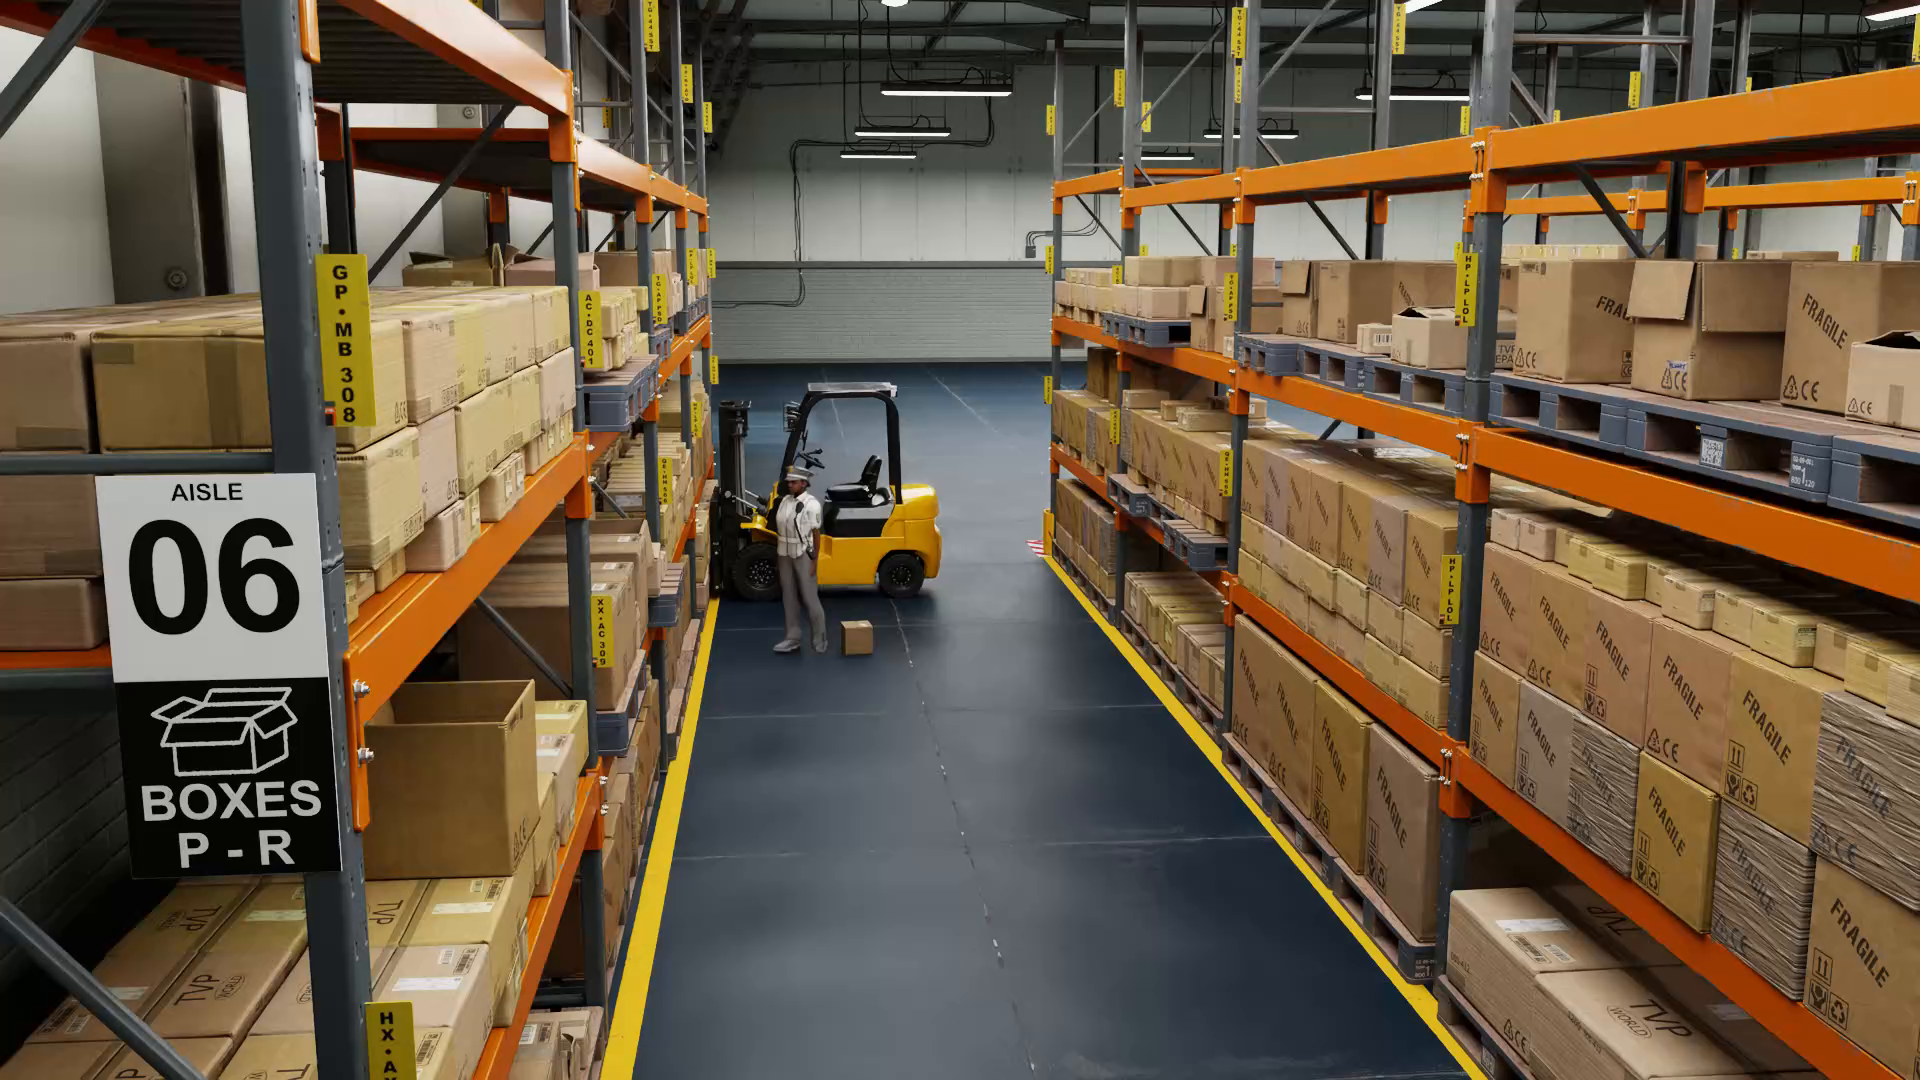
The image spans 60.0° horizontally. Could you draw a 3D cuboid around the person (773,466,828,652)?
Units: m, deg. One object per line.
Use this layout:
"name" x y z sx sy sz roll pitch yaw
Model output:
"person" -1.463 0.216 14.902 0.455 1.778 0.404 8 13 37
